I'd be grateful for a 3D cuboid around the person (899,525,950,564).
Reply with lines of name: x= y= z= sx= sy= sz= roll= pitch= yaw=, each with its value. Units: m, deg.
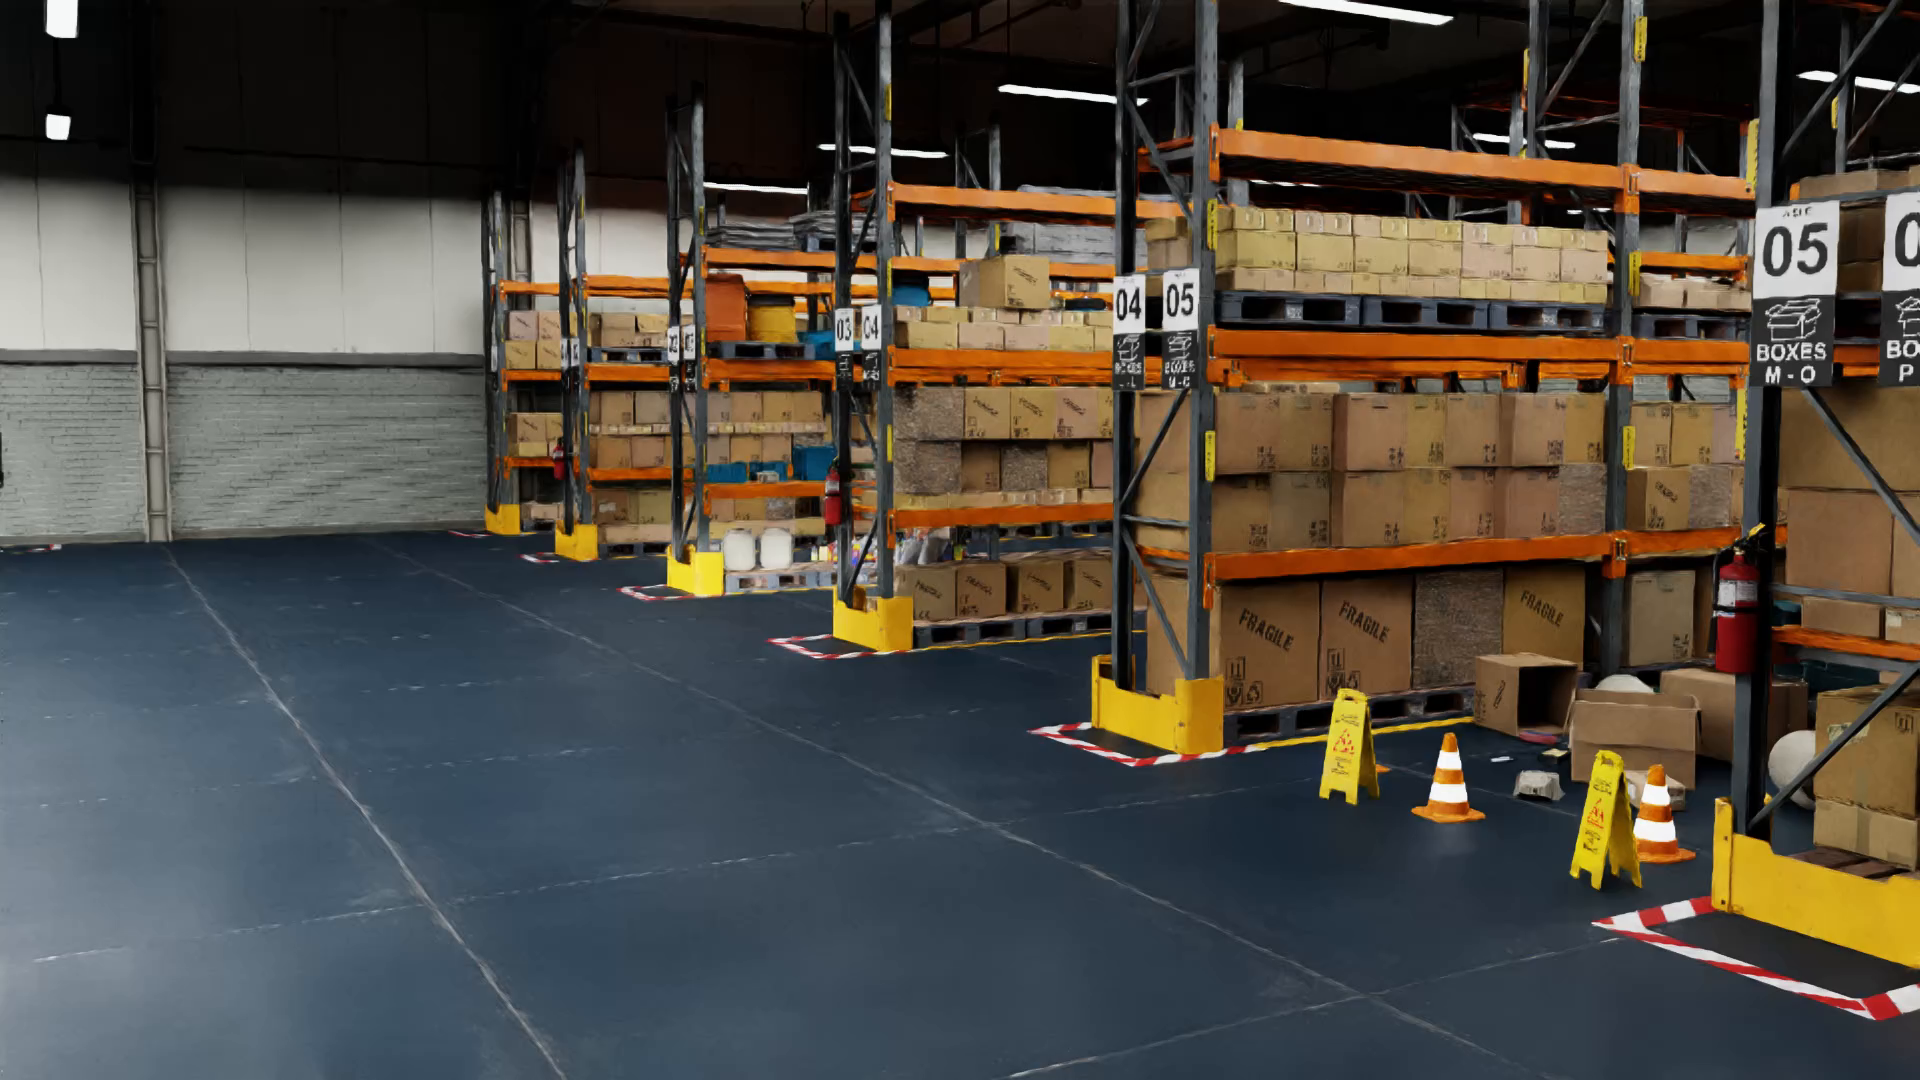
person: x=-0.361 y=-0.037 z=17.659 sx=0.503 sy=1.738 sz=0.716 roll=-3 pitch=6 yaw=-30
